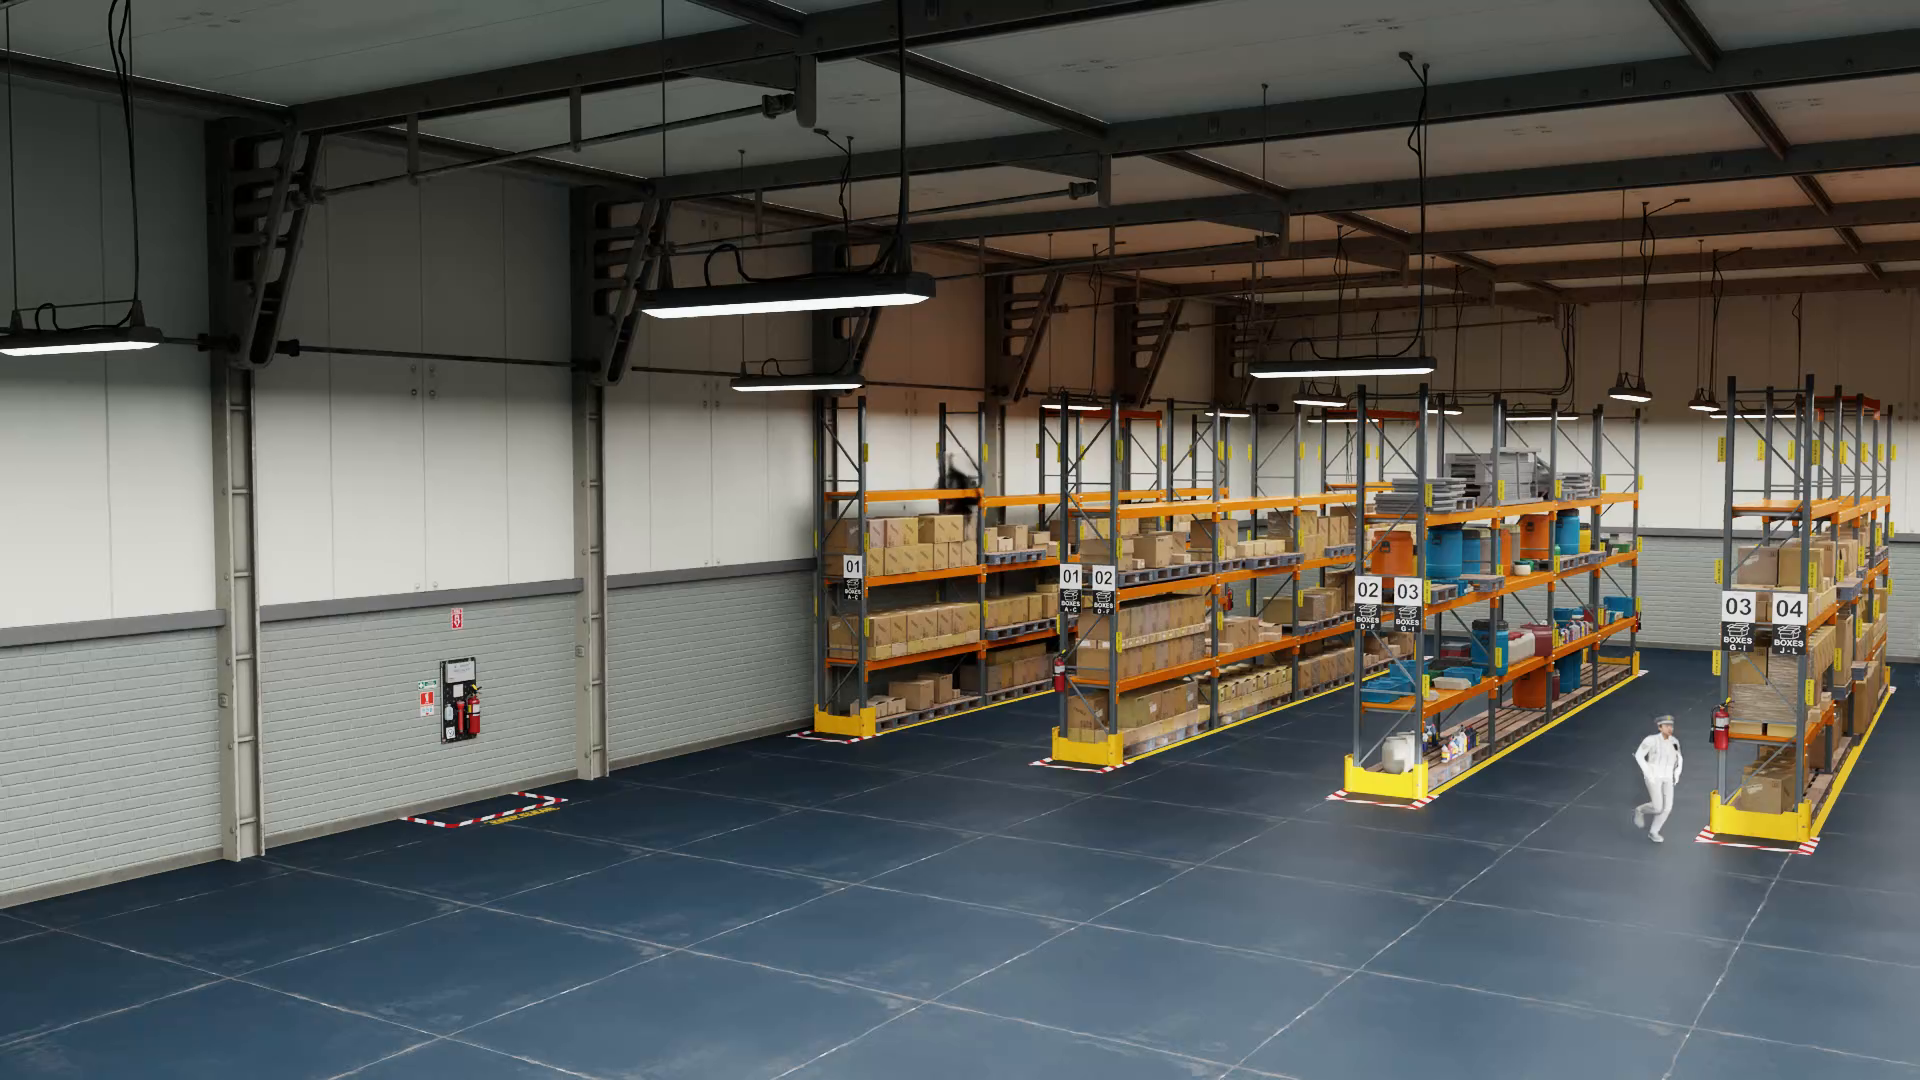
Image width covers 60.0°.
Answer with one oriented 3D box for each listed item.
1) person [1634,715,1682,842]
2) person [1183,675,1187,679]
[{"bbox_3d":[9.042,3.057,21.560,0.618,1.640,0.537,-1,3,-13],"label":"person"},{"bbox_3d":[4.467,2.360,34.526,0.610,1.636,0.855,2,3,27],"label":"person"}]
